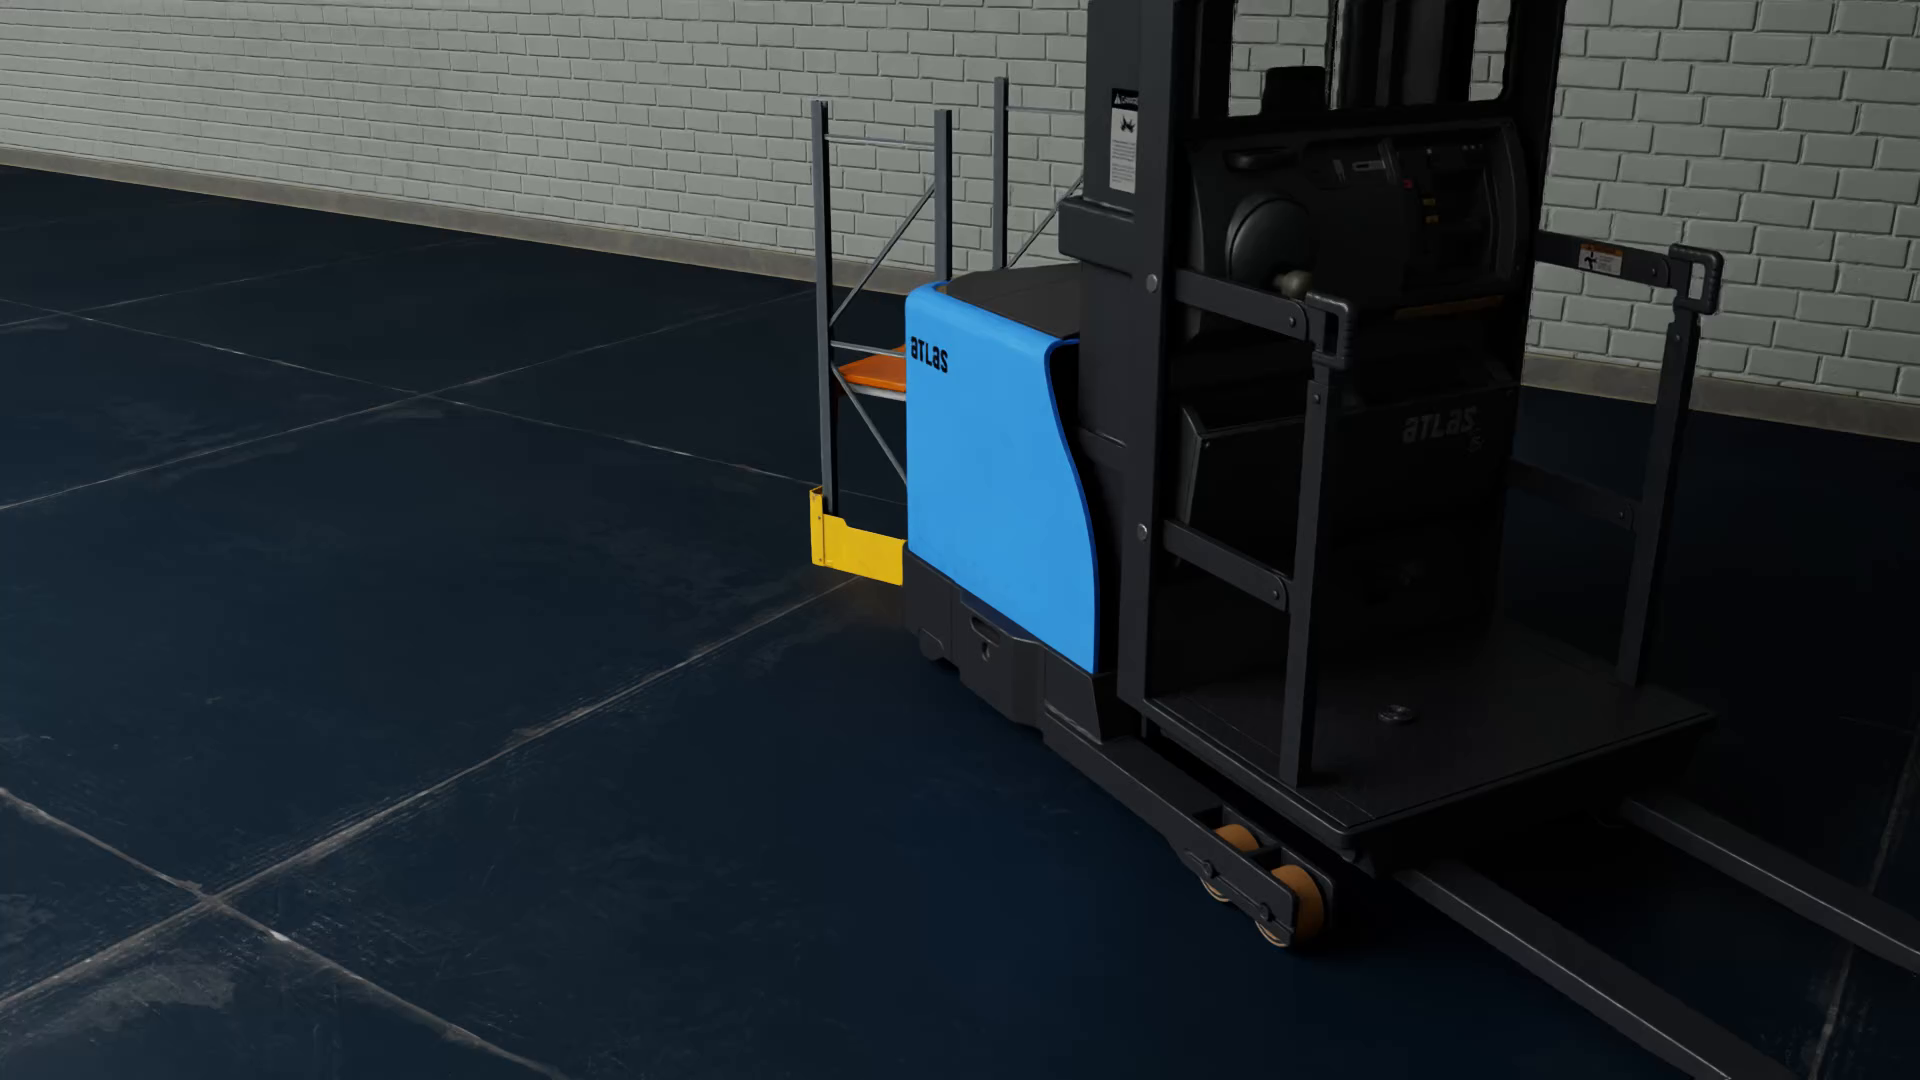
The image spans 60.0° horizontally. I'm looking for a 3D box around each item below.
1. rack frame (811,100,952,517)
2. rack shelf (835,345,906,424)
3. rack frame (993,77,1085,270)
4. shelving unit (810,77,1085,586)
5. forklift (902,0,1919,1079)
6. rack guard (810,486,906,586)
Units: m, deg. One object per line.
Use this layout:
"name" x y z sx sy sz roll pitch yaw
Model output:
"rack frame" -0.238 -0.582 5.177 0.500 1.500 0.032 13 24 32
"rack shelf" 0.048 -0.559 5.633 0.538 0.185 1.000 13 24 32
"rack frame" 0.334 -0.874 5.965 0.500 1.500 0.032 13 24 32
"shelving unit" 0.043 -0.725 5.564 0.587 1.500 1.083 13 24 32
"forklift" 0.985 -0.706 3.449 1.130 2.935 3.031 -11 23 -27
"rack guard" -0.237 0.004 5.394 0.587 0.250 0.087 13 24 32
